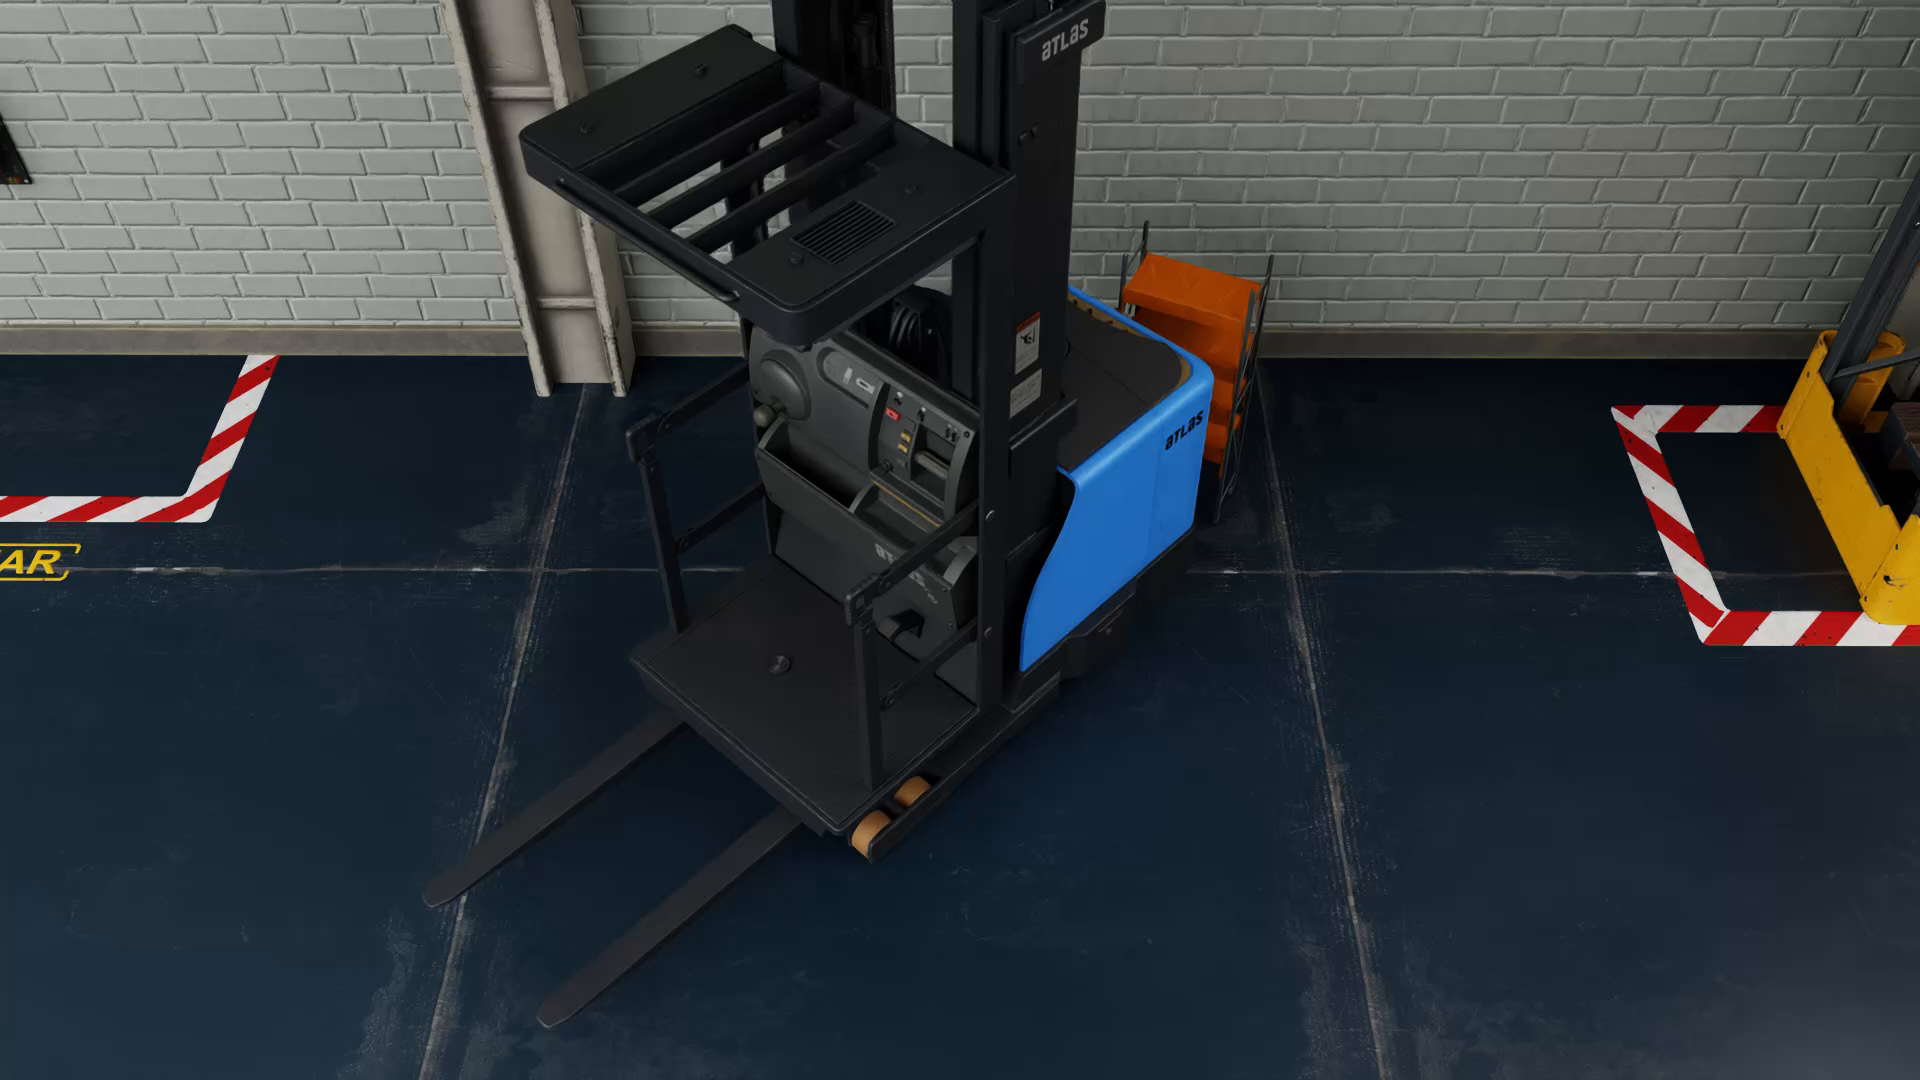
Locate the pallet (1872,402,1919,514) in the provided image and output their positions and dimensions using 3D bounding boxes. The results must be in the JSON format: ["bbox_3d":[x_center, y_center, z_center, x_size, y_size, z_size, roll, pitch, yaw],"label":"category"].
[{"bbox_3d":[4.518,-0.143,6.739,1.213,0.211,1.003,0,47,0],"label":"pallet"}]

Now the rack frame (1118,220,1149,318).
[{"bbox_3d":[0.652,-0.707,6.589,0.015,1.200,0.240,19,50,17],"label":"rack frame"}]

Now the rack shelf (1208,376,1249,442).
[{"bbox_3d":[0.873,-0.586,6.568,0.480,0.148,0.258,19,50,17],"label":"rack shelf"}]

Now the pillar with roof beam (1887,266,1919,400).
[{"bbox_3d":[4.317,-0.645,1.203,0.400,9.000,9.100,0,47,0],"label":"pillar with roof beam"}]

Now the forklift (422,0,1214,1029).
[{"bbox_3d":[-0.461,-0.333,5.057,1.130,2.935,3.031,35,56,28],"label":"forklift"}]

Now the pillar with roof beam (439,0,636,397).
[{"bbox_3d":[-1.683,-0.662,1.218,0.400,9.000,9.100,0,47,0],"label":"pillar with roof beam"}]

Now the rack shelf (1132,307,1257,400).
[{"bbox_3d":[0.873,-0.738,6.404,0.480,0.148,0.258,19,50,17],"label":"rack shelf"}]

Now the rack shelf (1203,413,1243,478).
[{"bbox_3d":[0.873,-0.451,6.713,0.480,0.148,0.258,19,50,17],"label":"rack shelf"}]

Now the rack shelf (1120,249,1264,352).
[{"bbox_3d":[0.873,-0.900,6.231,0.480,0.148,0.258,19,50,17],"label":"rack shelf"}]

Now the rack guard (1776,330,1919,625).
[{"bbox_3d":[3.705,-0.269,6.659,0.348,0.500,1.175,0,47,0],"label":"rack guard"}]

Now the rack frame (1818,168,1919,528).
[{"bbox_3d":[3.629,-1.121,5.745,0.127,3.000,1.000,0,47,0],"label":"rack frame"}]

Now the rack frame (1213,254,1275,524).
[{"bbox_3d":[1.094,-0.557,6.448,0.015,1.200,0.240,19,50,17],"label":"rack frame"}]

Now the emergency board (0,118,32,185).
[{"bbox_3d":[-4.138,-1.804,6.380,0.643,1.169,0.194,0,47,0],"label":"emergency board"}]

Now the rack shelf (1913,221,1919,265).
[{"bbox_3d":[5.629,-0.871,6.003,4.000,0.370,1.077,0,47,0],"label":"rack shelf"}]

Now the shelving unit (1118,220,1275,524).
[{"bbox_3d":[0.873,-0.632,6.518,0.503,1.200,0.258,19,50,17],"label":"shelving unit"}]
